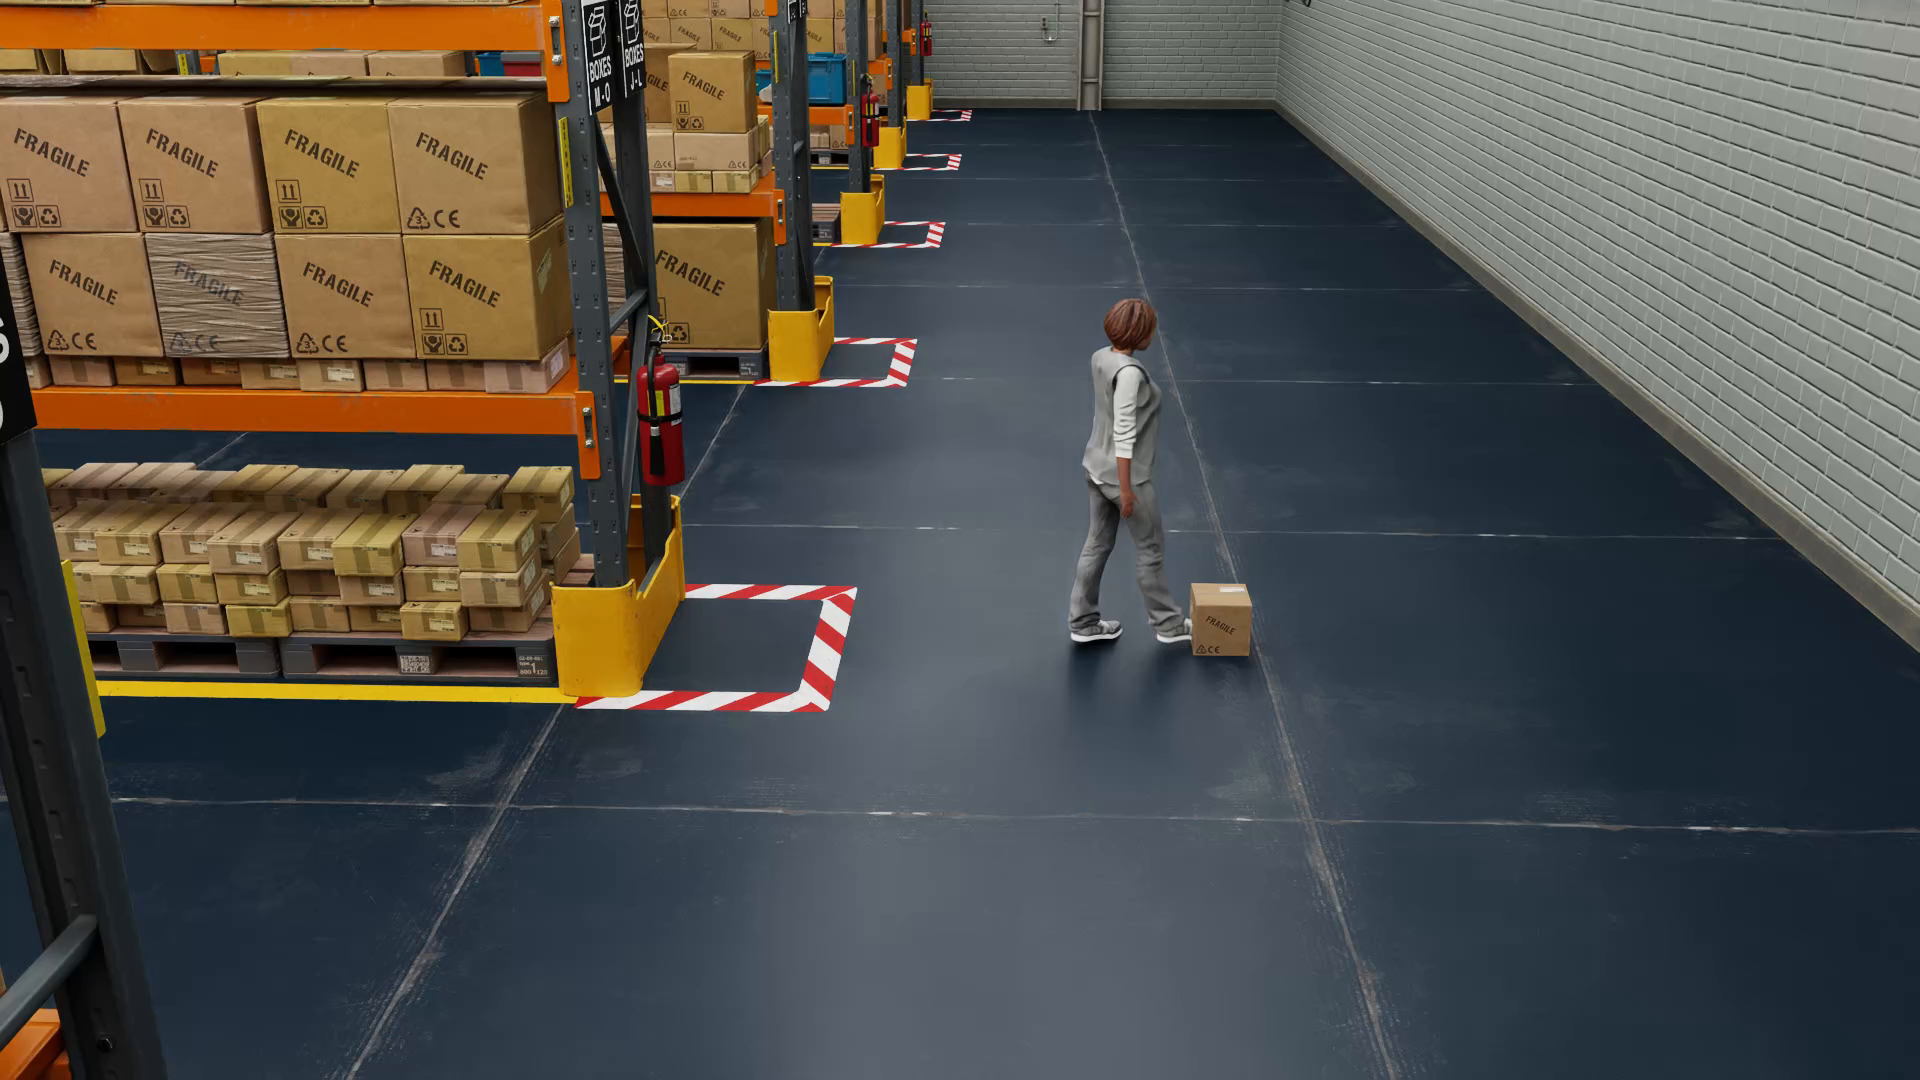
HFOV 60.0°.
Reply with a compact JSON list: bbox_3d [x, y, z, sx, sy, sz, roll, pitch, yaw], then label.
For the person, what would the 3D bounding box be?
[{"bbox_3d":[0.806,-0.295,7.337,0.653,1.590,0.429,-7,22,-17],"label":"person"}]
